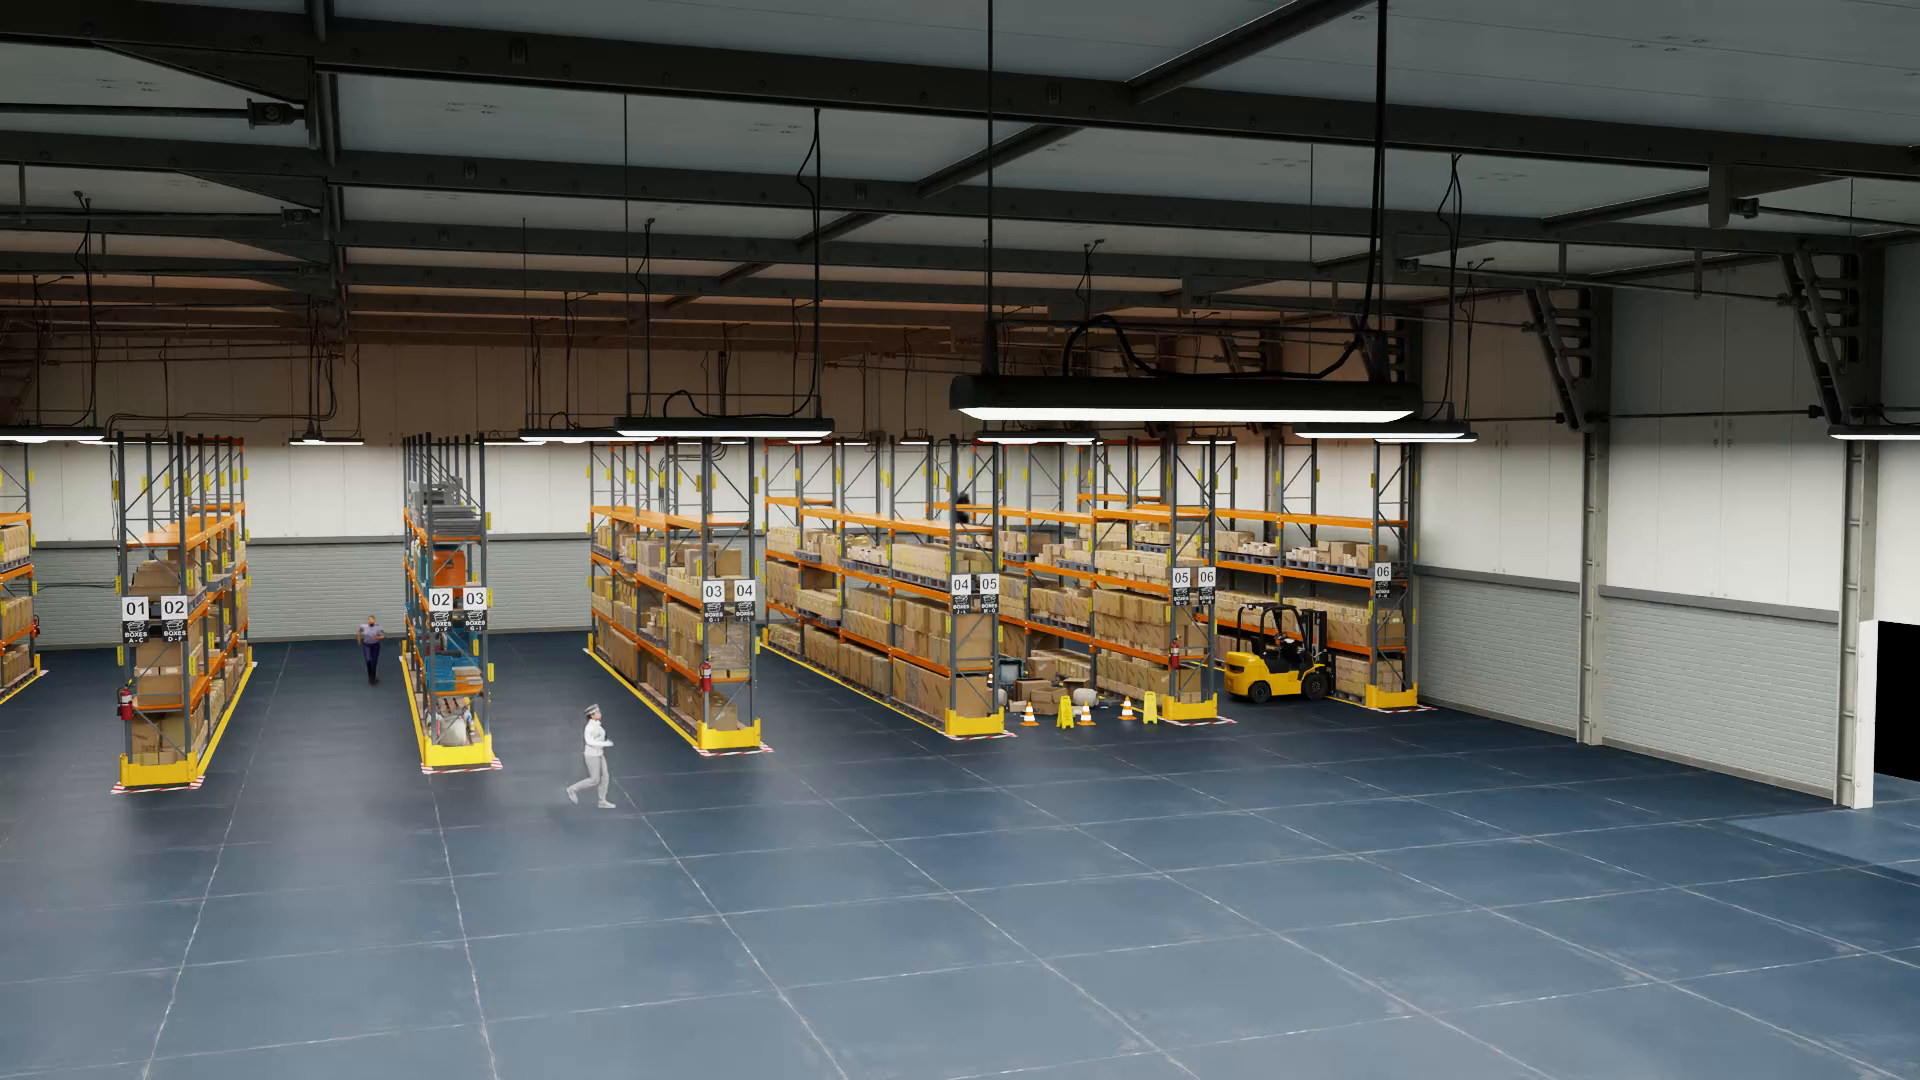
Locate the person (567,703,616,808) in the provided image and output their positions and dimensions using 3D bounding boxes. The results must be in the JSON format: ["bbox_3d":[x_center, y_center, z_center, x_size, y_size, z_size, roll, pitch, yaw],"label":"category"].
[{"bbox_3d":[-5.842,3.418,26.353,0.760,1.669,0.626,0,3,-1],"label":"person"}]

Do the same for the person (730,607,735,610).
[{"bbox_3d":[-6.624,2.244,48.213,0.639,1.626,0.635,1,3,15],"label":"person"}]

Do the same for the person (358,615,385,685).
[{"bbox_3d":[-14.360,2.667,40.592,0.627,1.695,0.865,-1,3,-19],"label":"person"}]
